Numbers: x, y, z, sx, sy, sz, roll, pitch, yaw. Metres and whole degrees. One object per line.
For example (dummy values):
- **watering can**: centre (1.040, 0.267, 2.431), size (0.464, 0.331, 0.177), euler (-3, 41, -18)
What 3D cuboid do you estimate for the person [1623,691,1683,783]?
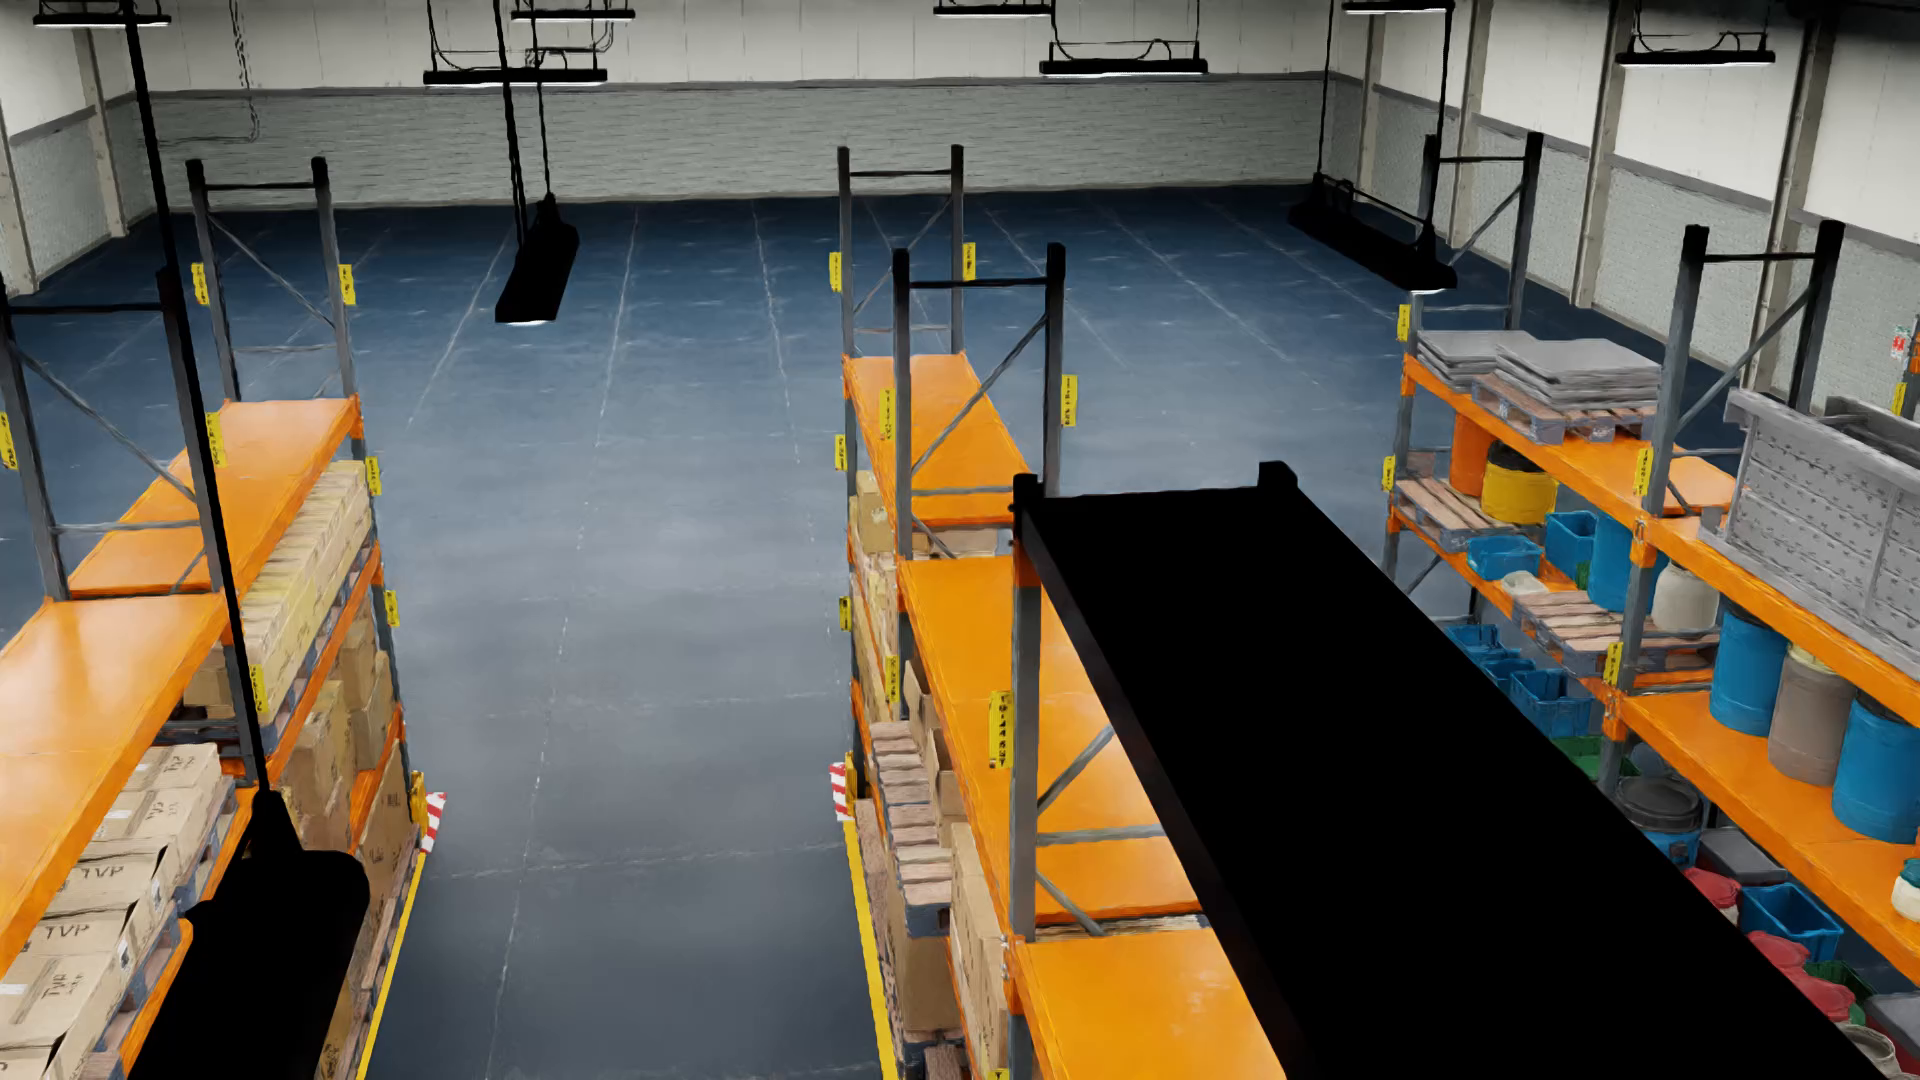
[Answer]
- **person**: centre (6.396, 1.602, 15.351), size (0.442, 1.623, 0.997), euler (-7, 23, -16)
